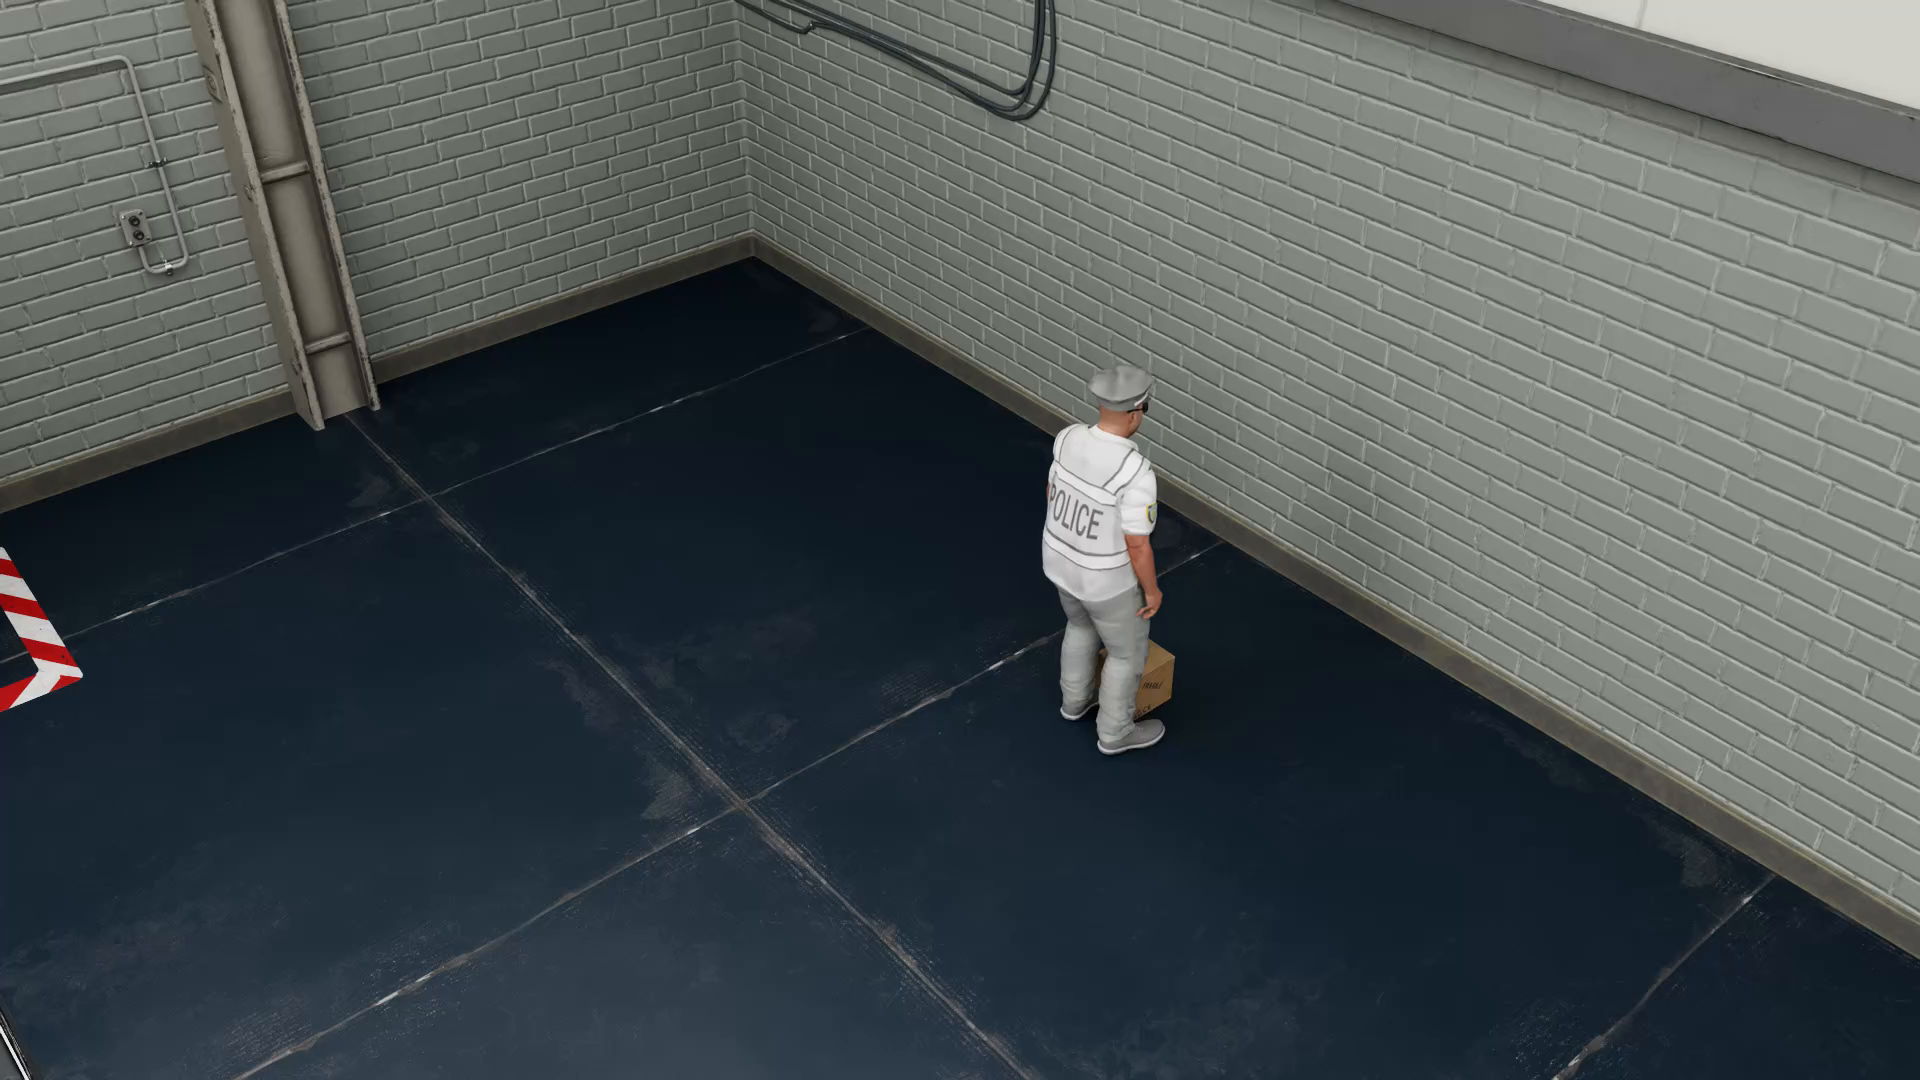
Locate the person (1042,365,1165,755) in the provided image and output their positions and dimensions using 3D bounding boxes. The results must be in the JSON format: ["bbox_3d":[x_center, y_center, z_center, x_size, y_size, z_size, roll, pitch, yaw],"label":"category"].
[{"bbox_3d":[0.596,0.104,6.927,0.467,1.748,0.587,-26,43,-31],"label":"person"}]
